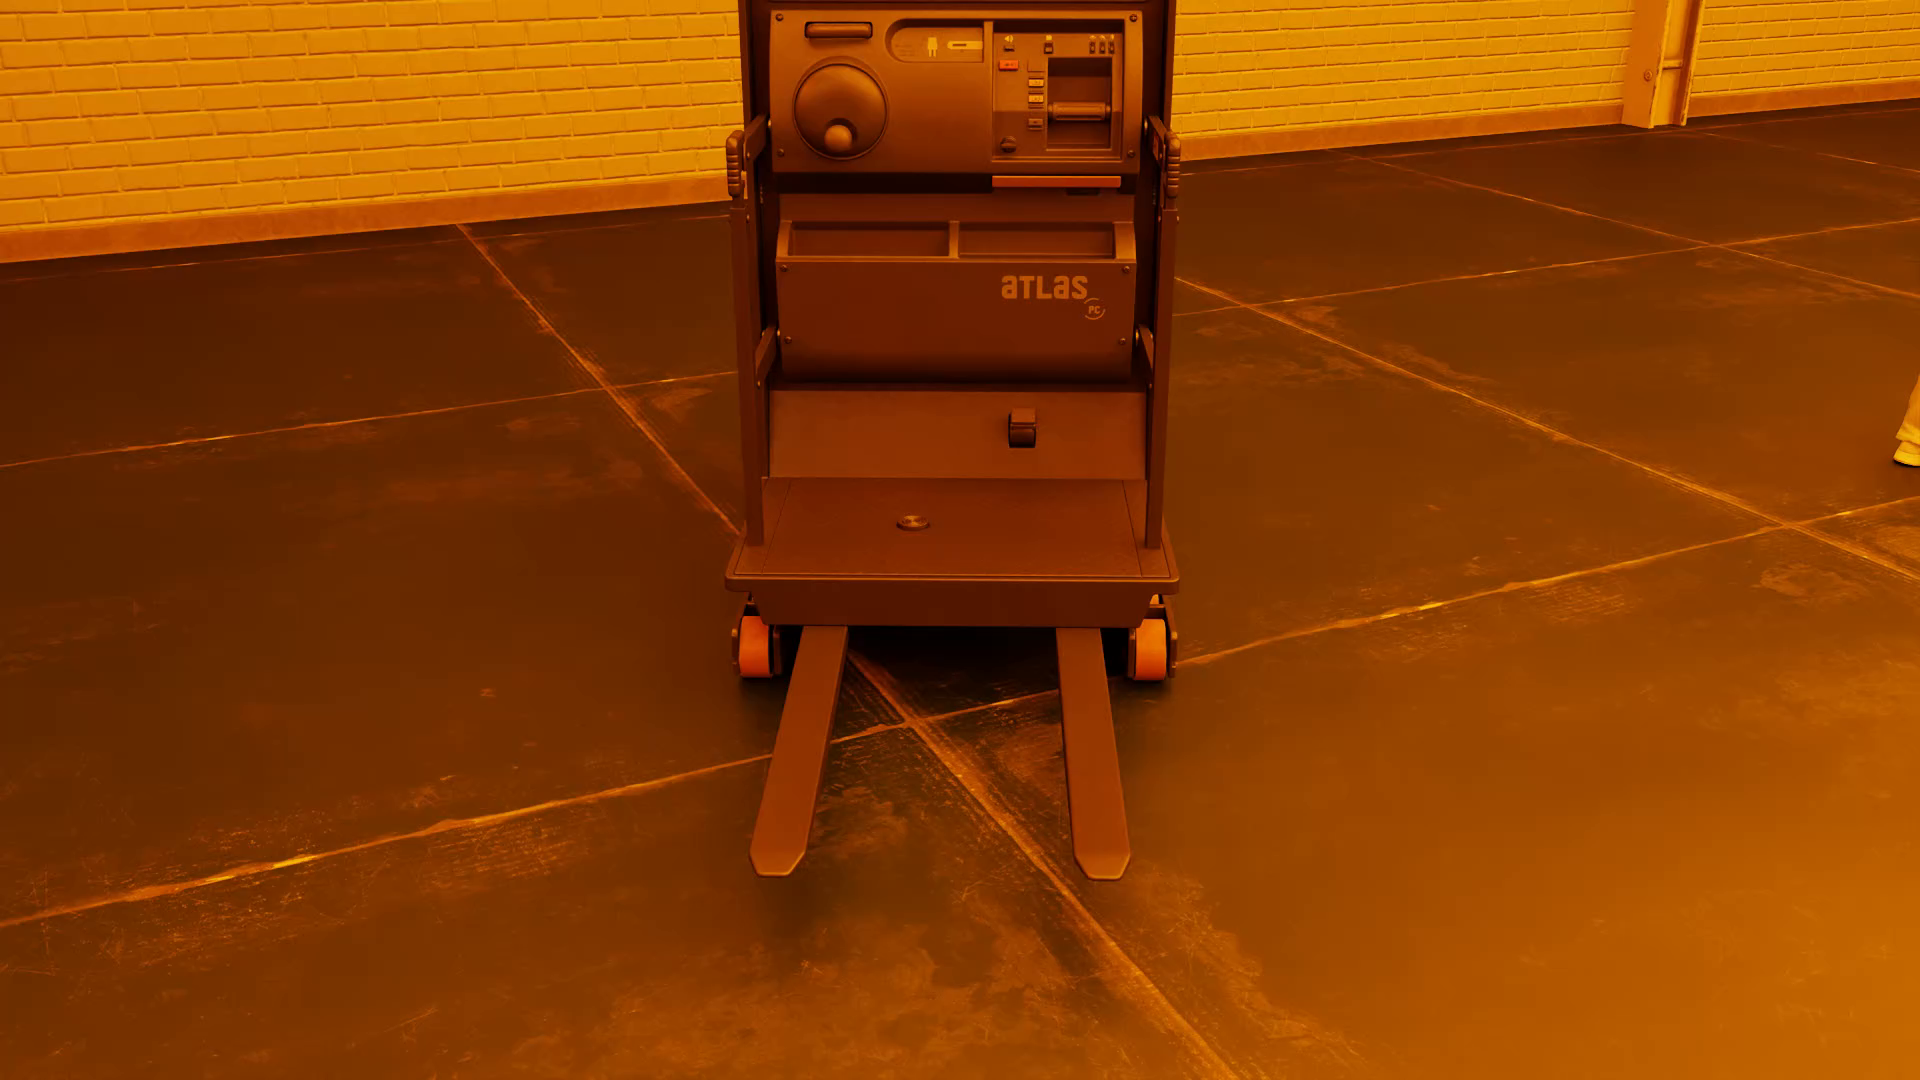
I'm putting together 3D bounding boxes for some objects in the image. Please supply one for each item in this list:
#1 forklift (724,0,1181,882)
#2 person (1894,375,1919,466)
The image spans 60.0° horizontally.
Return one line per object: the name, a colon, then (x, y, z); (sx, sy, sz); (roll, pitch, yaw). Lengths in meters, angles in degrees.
forklift: (-0.012, -1.112, 3.963); (1.130, 2.935, 3.031); (0, 23, 1)
person: (3.400, -1.060, 5.346); (0.427, 1.775, 0.655); (-4, 23, -10)
